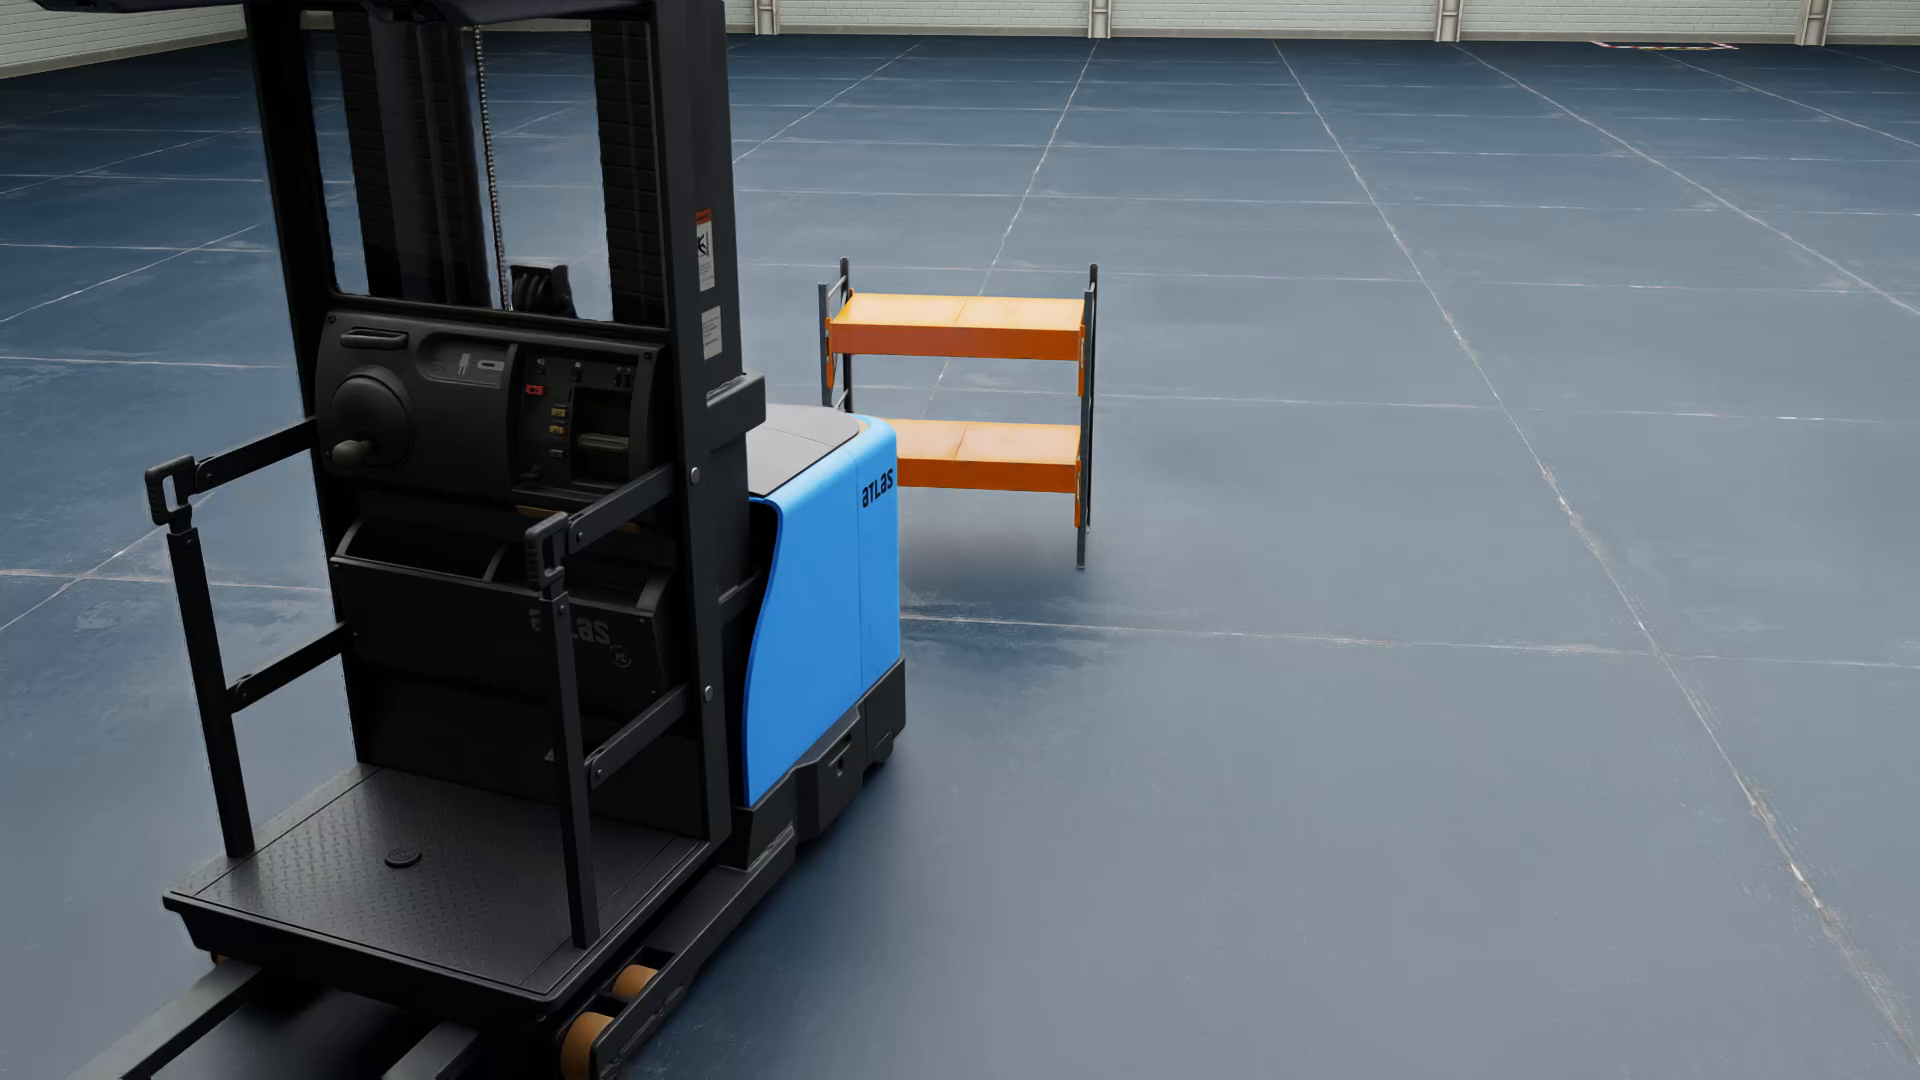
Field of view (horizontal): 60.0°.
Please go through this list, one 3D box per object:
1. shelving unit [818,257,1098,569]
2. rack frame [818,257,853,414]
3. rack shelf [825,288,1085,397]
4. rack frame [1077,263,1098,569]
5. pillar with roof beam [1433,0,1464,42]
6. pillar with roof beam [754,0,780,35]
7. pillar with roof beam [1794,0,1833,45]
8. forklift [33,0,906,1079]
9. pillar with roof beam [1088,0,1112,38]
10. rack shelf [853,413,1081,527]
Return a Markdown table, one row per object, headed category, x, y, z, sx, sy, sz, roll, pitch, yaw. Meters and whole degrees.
| category | x | y | z | sx | sy | sz | roll | pitch | yaw |
| --- | --- | --- | --- | --- | --- | --- | --- | --- | --- |
| shelving unit | 0.007 | -0.523 | 6.732 | 1.048 | 1.125 | 0.538 | 2 | 22 | 6 |
| rack frame | -0.498 | -0.545 | 6.788 | 0.032 | 1.125 | 0.500 | 2 | 22 | 6 |
| rack shelf | 0.007 | -0.795 | 6.625 | 1.000 | 0.278 | 0.538 | 2 | 22 | 6 |
| rack frame | 0.512 | -0.501 | 6.677 | 0.032 | 1.125 | 0.500 | 2 | 22 | 6 |
| pillar with roof beam | 7.926 | -11.271 | 23.209 | 0.400 | 9.000 | 9.100 | 2 | 22 | 6 |
| pillar with roof beam | -3.991 | -11.790 | 24.522 | 0.400 | 9.000 | 9.100 | 2 | 22 | 6 |
| pillar with roof beam | 13.884 | -11.011 | 22.552 | 0.400 | 9.000 | 9.100 | 2 | 22 | 6 |
| forklift | -1.191 | -0.292 | 3.692 | 1.130 | 2.935 | 3.031 | 8 | 23 | 20 |
| pillar with roof beam | 1.967 | -11.530 | 23.865 | 0.400 | 9.000 | 9.100 | 2 | 22 | 6 |
| rack shelf | 0.007 | -0.295 | 6.822 | 1.000 | 0.278 | 0.538 | 2 | 22 | 6 |
